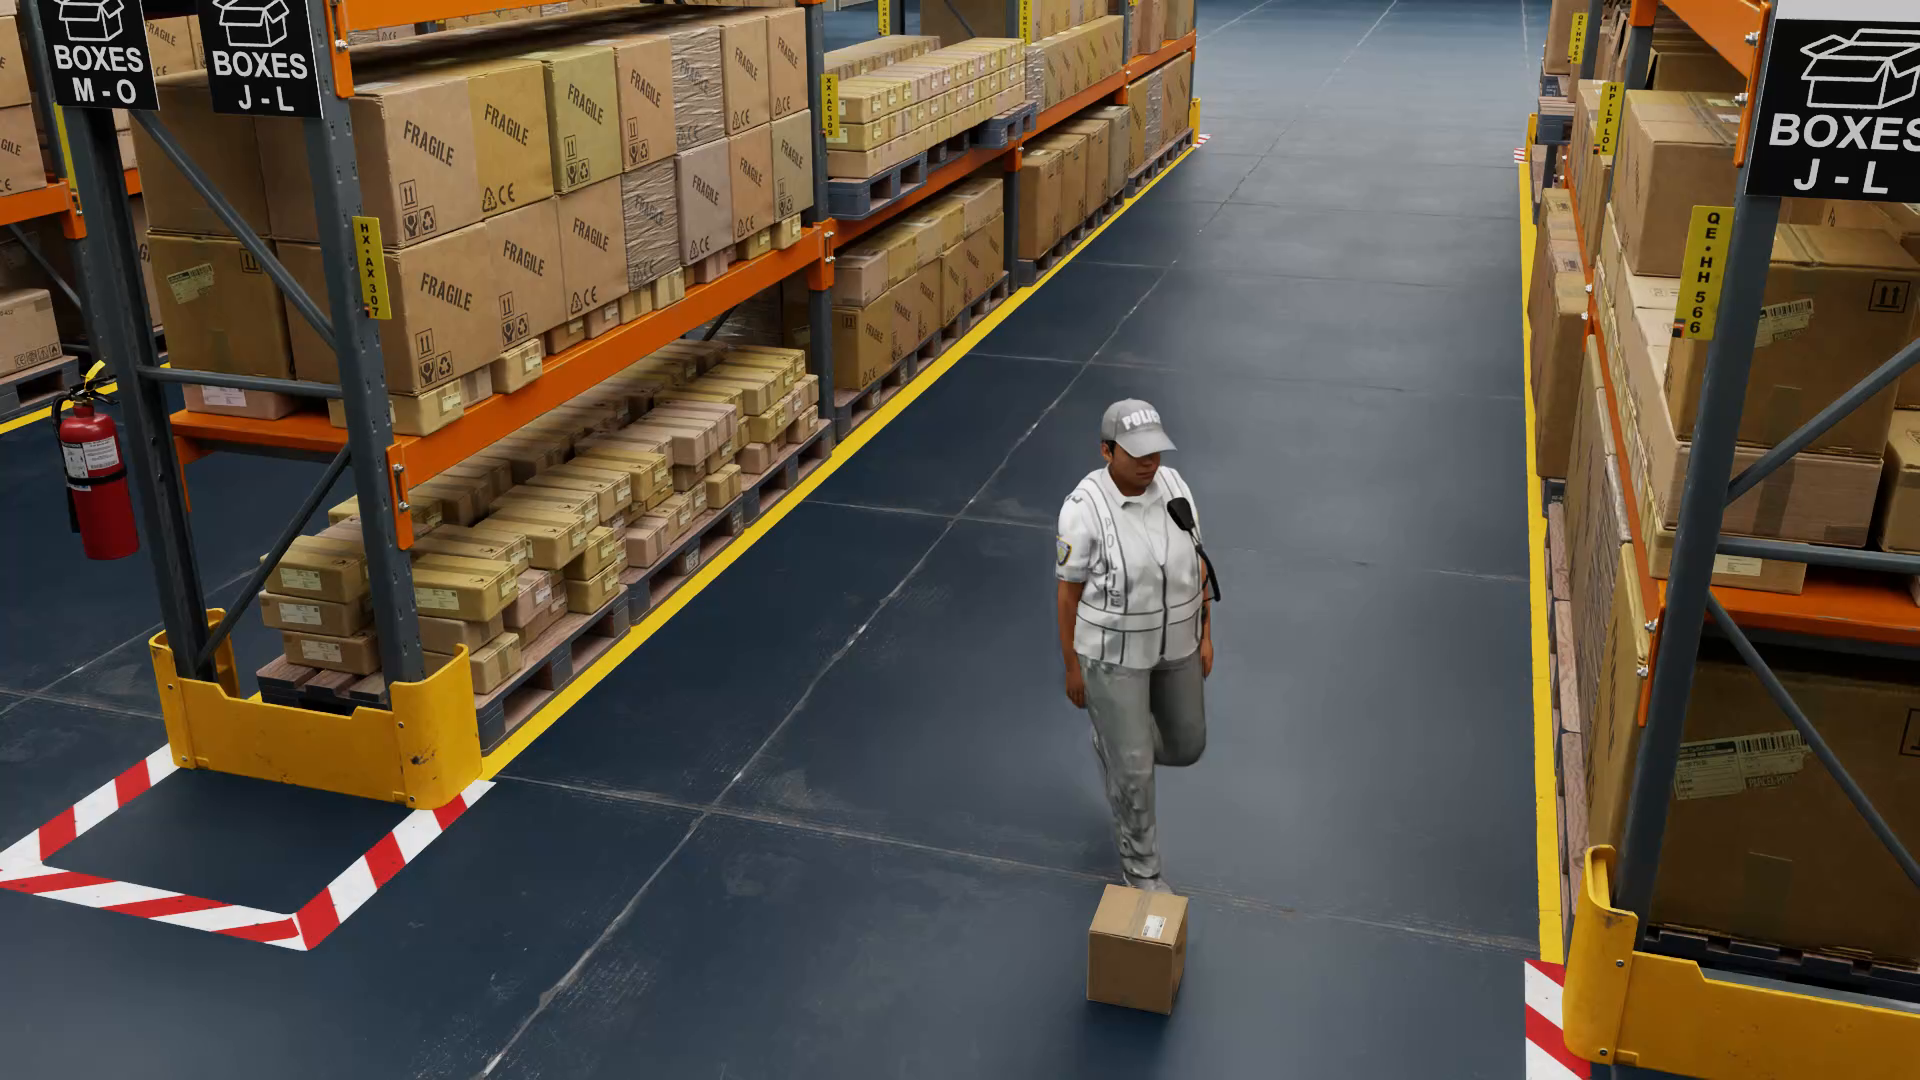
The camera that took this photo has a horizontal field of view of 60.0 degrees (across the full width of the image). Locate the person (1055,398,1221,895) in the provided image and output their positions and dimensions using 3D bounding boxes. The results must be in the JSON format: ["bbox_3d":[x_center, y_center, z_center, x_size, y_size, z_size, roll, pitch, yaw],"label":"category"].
[{"bbox_3d":[0.526,0.326,5.263,0.509,1.646,0.734,-10,24,-24],"label":"person"}]
